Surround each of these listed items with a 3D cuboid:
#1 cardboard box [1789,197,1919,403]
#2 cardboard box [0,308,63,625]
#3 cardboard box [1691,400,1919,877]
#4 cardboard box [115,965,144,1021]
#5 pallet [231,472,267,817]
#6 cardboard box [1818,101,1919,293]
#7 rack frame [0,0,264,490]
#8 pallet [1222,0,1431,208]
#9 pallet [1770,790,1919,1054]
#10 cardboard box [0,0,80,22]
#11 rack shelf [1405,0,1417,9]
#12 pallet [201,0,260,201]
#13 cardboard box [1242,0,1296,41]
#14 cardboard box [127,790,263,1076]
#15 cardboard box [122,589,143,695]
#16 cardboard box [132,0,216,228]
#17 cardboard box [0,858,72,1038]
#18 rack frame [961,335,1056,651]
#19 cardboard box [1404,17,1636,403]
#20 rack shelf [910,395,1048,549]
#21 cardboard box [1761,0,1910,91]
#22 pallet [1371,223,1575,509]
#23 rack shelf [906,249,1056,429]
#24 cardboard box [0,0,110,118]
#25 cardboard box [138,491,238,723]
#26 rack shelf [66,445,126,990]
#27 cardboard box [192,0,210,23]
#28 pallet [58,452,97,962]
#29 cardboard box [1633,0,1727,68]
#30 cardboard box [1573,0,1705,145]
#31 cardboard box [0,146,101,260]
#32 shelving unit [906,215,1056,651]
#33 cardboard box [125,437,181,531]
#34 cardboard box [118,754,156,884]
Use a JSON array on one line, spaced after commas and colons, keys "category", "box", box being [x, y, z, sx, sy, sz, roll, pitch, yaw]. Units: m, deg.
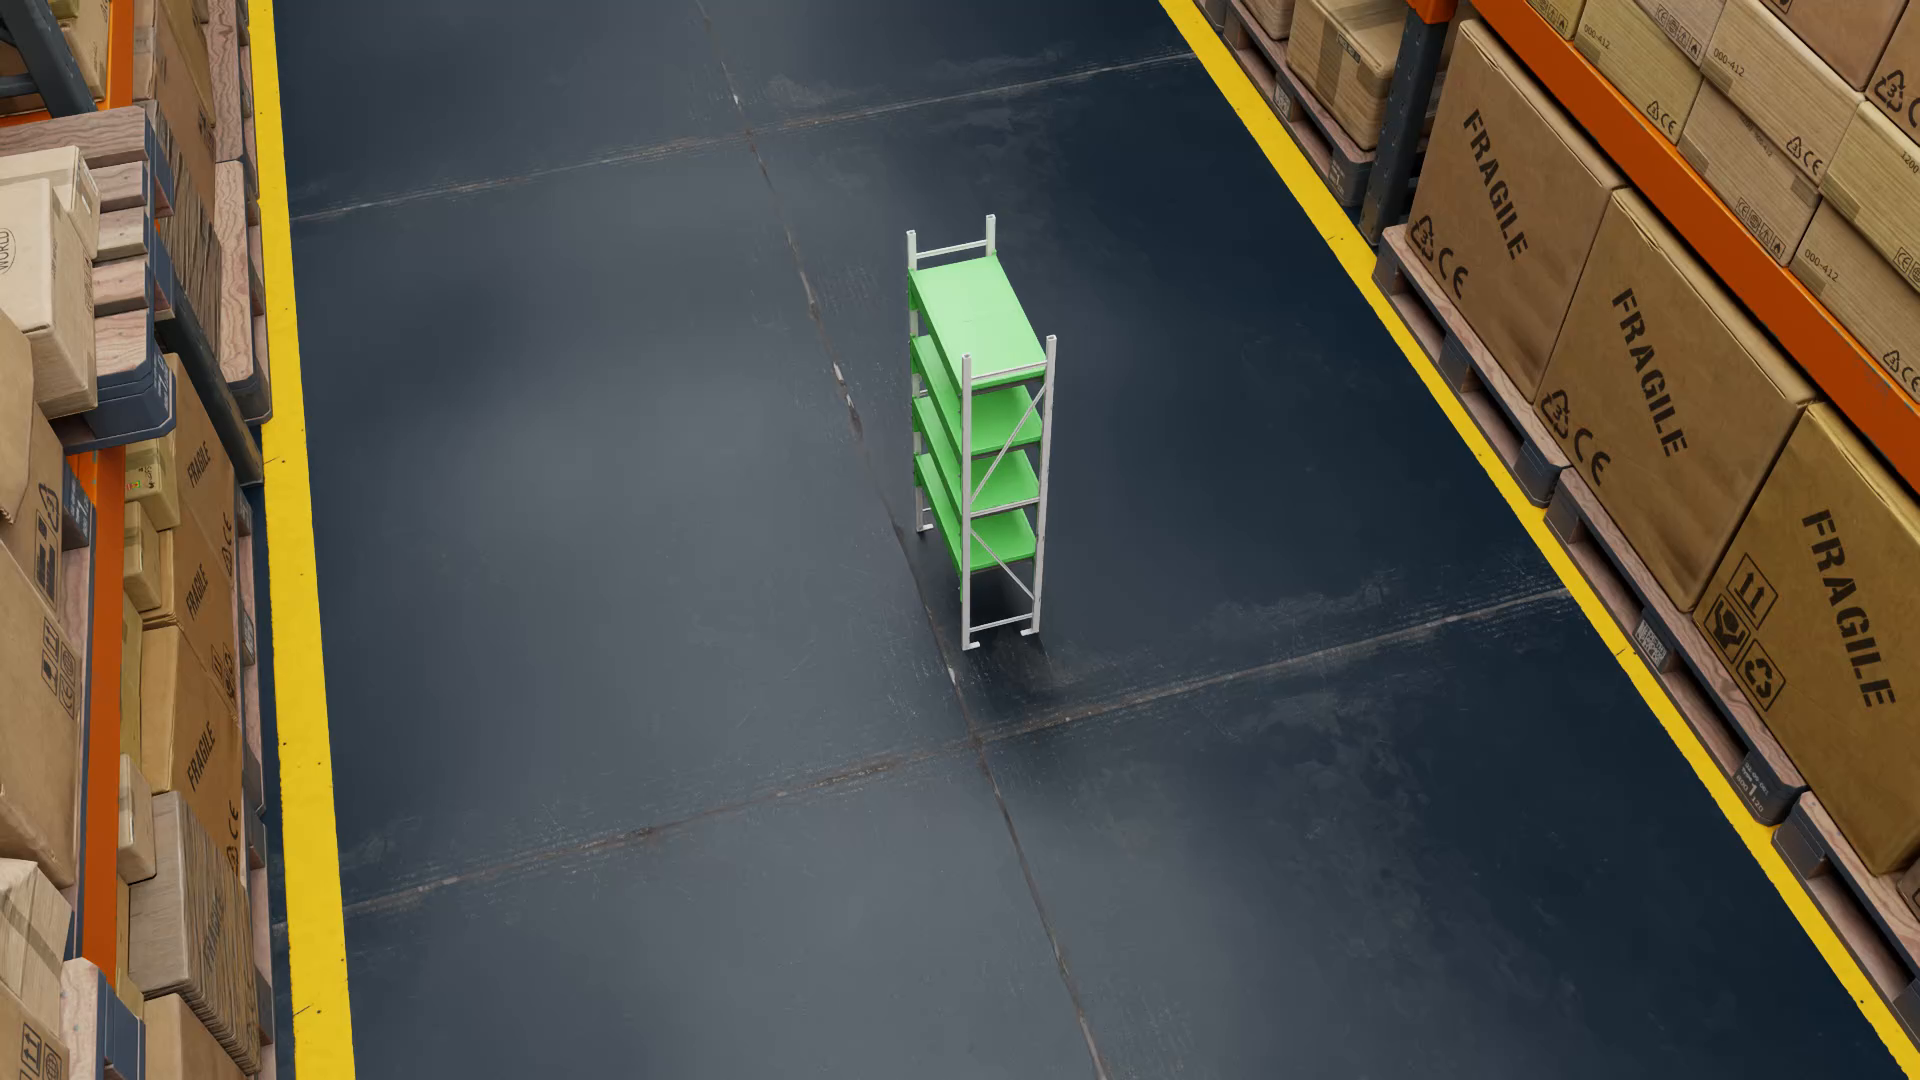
[{"category": "cardboard box", "box": [2.356, -0.626, 3.914, 0.500, 0.250, 0.500, -13, 51, -11]}, {"category": "cardboard box", "box": [-2.097, -0.097, 3.028, 0.797, 0.503, 0.637, -14, 51, -12]}, {"category": "cardboard box", "box": [2.633, 0.174, 4.256, 0.875, 0.875, 0.875, -12, 51, -10]}, {"category": "cardboard box", "box": [-1.871, 1.042, 3.345, 0.380, 0.149, 0.250, -12, 51, -10]}, {"category": "pallet", "box": [-2.571, 0.374, 4.797, 1.003, 0.211, 1.213, -13, 51, -11]}, {"category": "cardboard box", "box": [2.323, -0.773, 3.711, 0.500, 0.250, 0.500, -13, 51, -10]}, {"category": "rack frame", "box": [-2.756, -1.079, 4.198, 1.000, 3.000, 0.127, -13, 51, -11]}, {"category": "pallet", "box": [1.755, -1.876, 6.694, 1.003, 0.211, 1.213, -13, 51, -11]}, {"category": "pallet", "box": [2.867, 1.070, 4.210, 1.003, 0.211, 1.213, -13, 51, -11]}, {"category": "cardboard box", "box": [-2.630, -1.577, 4.388, 0.500, 0.250, 0.500, -13, 51, -11]}, {"category": "rack shelf", "box": [1.393, -3.433, 6.653, 1.077, 0.370, 4.000, -13, 51, -11]}, {"category": "pallet", "box": [-3.319, -1.680, 6.528, 1.003, 0.211, 1.213, -13, 51, -11]}, {"category": "cardboard box", "box": [1.601, -2.444, 6.793, 0.950, 0.372, 0.625, -14, 51, -12]}, {"category": "cardboard box", "box": [-1.959, 0.976, 3.825, 0.500, 0.500, 0.500, -15, 51, -12]}, {"category": "cardboard box", "box": [-2.187, 0.284, 3.985, 0.380, 0.149, 0.250, -12, 51, -10]}, {"category": "cardboard box", "box": [-3.128, -1.383, 5.732, 0.875, 0.625, 0.625, -12, 51, -10]}, {"category": "cardboard box", "box": [-1.617, 0.649, 2.554, 0.396, 0.266, 0.258, -11, 51, -9]}, {"category": "rack frame", "box": [0.121, -0.088, 4.539, 0.240, 1.200, 0.015, -13, 51, -11]}, {"category": "cardboard box", "box": [2.109, -1.131, 5.357, 0.875, 0.875, 0.875, -14, 51, -11]}, {"category": "rack shelf", "box": [0.049, -0.225, 4.738, 0.258, 0.148, 0.480, -13, 51, -11]}, {"category": "cardboard box", "box": [2.191, -1.401, 3.750, 0.500, 0.500, 0.500, -12, 51, -10]}, {"category": "pallet", "box": [2.146, -0.712, 5.712, 1.003, 0.211, 1.213, -13, 51, -11]}, {"category": "rack shelf", "box": [0.049, -0.534, 4.371, 0.258, 0.148, 0.480, -13, 51, -11]}, {"category": "cardboard box", "box": [-2.654, -1.410, 4.575, 0.500, 0.250, 0.500, -13, 51, -11]}, {"category": "cardboard box", "box": [-2.288, 0.220, 4.463, 0.500, 0.500, 0.500, -14, 51, -12]}, {"category": "rack shelf", "box": [-2.165, 0.614, 3.241, 1.077, 0.370, 4.000, -13, 51, -11]}, {"category": "cardboard box", "box": [-3.552, -2.423, 6.609, 0.875, 0.625, 0.625, -14, 51, -11]}, {"category": "pallet", "box": [-2.177, 0.402, 3.074, 1.003, 0.211, 1.213, -13, 51, -11]}, {"category": "cardboard box", "box": [2.050, -1.513, 4.335, 0.500, 0.250, 0.500, -12, 51, -10]}, {"category": "cardboard box", "box": [2.058, -1.370, 4.541, 0.500, 0.250, 0.500, -15, 51, -12]}, {"category": "cardboard box", "box": [-2.195, -0.740, 3.802, 0.380, 0.149, 0.250, -12, 51, -10]}, {"category": "shelving unit", "box": [0.049, -0.266, 4.689, 0.258, 1.200, 0.503, -13, 51, -11]}, {"category": "cardboard box", "box": [-2.258, -0.122, 4.327, 0.380, 0.149, 0.250, -16, 52, -13]}, {"category": "cardboard box", "box": [-2.003, 0.661, 3.667, 0.380, 0.149, 0.250, -16, 52, -13]}]
